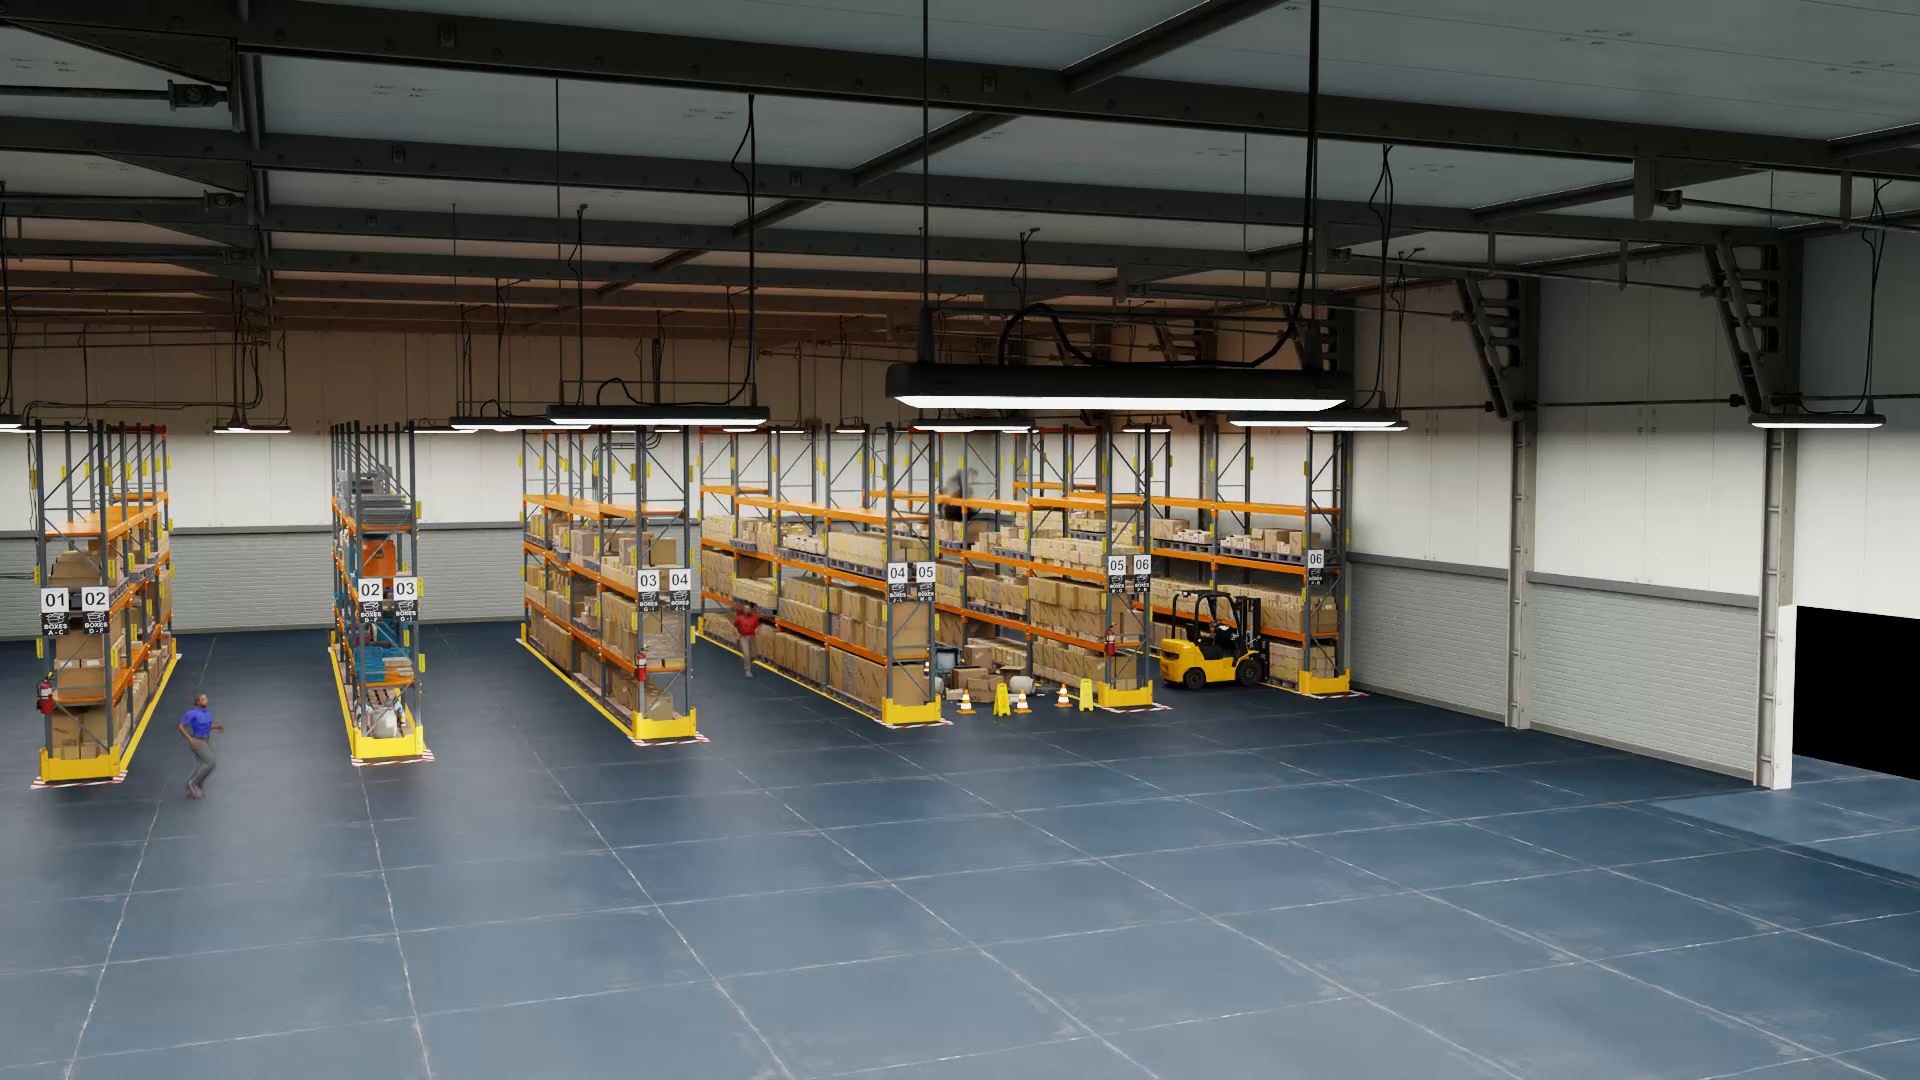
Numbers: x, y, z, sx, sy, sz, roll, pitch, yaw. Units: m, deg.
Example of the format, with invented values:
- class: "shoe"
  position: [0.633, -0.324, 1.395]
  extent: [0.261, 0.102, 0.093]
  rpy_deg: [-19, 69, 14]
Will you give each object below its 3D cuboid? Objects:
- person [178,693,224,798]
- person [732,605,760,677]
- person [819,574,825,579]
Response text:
- class: "person"
  position: [-12.040, 3.256, 26.454]
  extent: [0.652, 1.651, 0.552]
  rpy_deg: [0, 4, 5]
- class: "person"
  position: [-5.033, 2.402, 39.601]
  extent: [0.675, 1.688, 0.603]
  rpy_deg: [-2, 4, -24]
- class: "person"
  position: [-4.125, 1.781, 50.871]
  extent: [0.621, 1.555, 0.542]
  rpy_deg: [-1, 4, -22]
